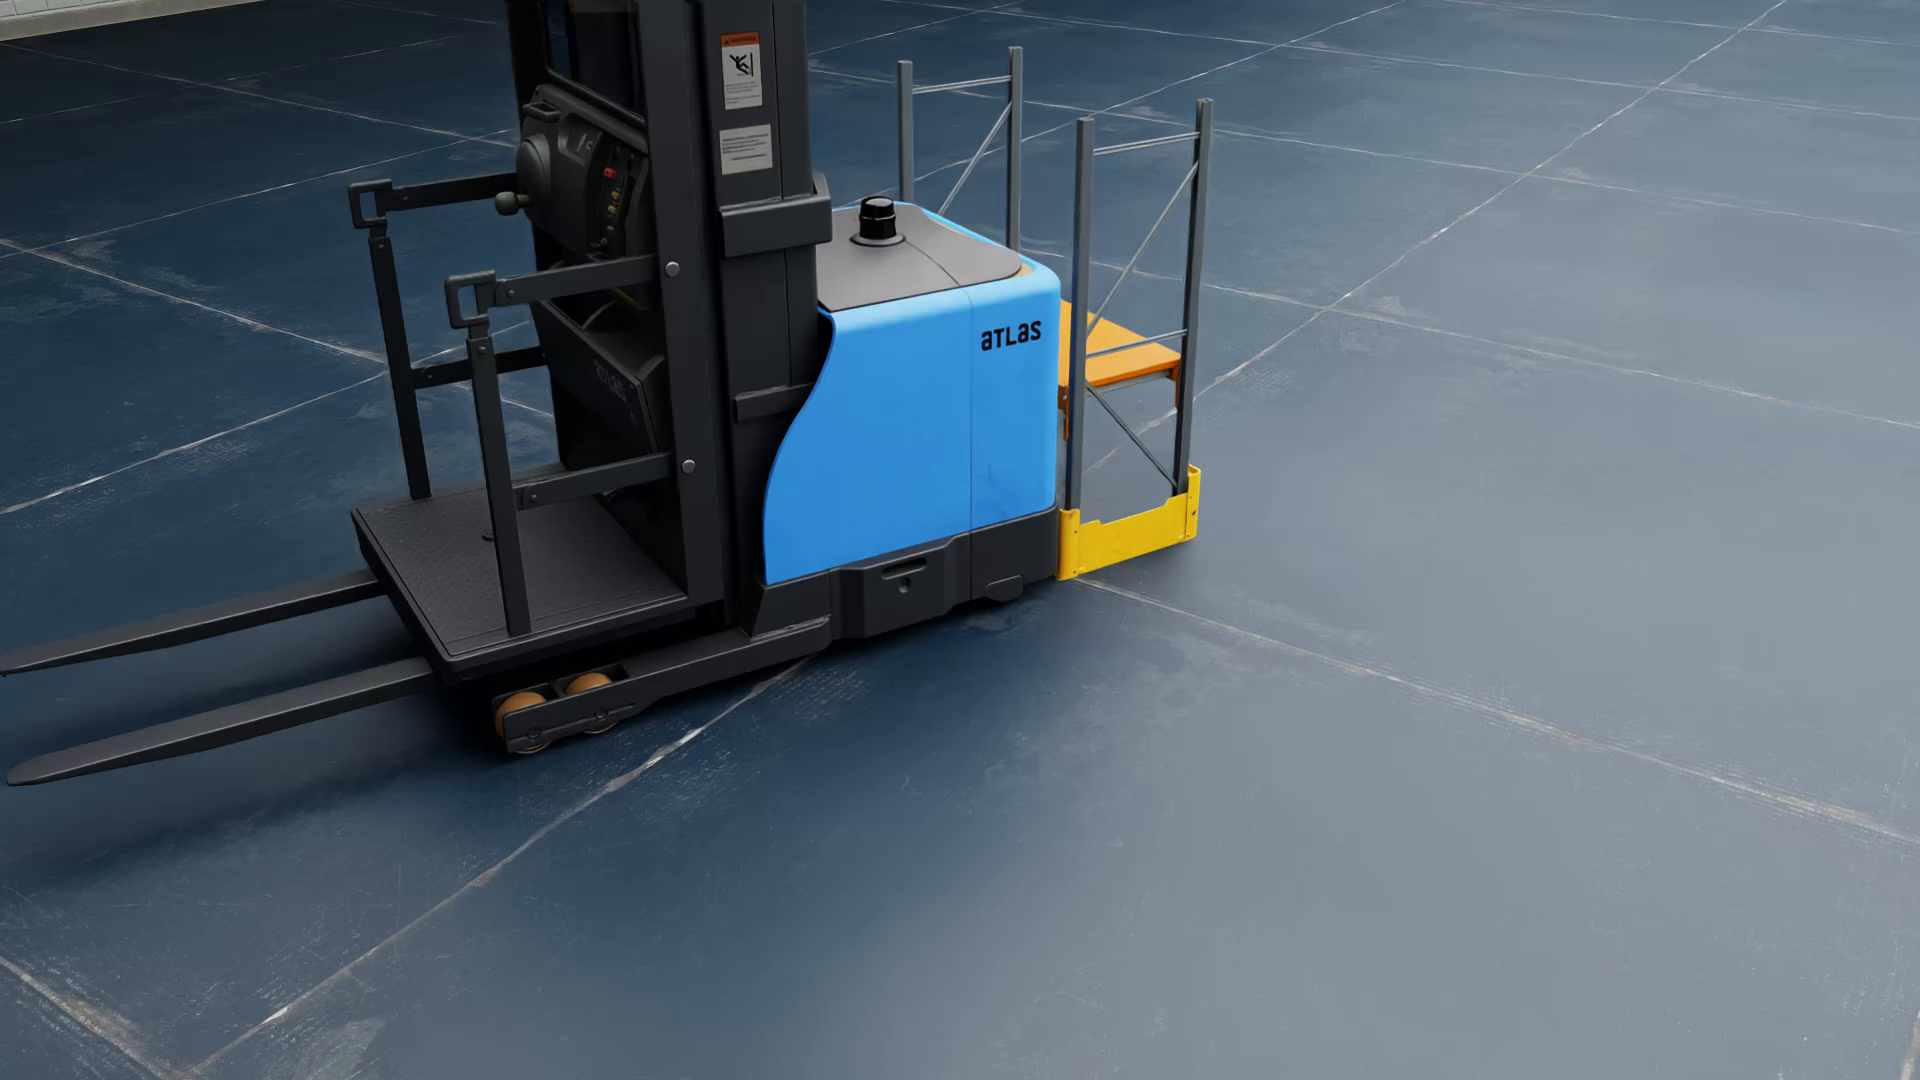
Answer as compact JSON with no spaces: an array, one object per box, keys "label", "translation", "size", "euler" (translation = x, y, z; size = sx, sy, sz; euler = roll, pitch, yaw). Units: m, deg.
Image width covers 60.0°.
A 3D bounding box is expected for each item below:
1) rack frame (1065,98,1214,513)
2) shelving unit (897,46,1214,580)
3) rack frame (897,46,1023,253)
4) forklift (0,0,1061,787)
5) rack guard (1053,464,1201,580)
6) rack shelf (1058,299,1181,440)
[{"label":"rack frame","translation":[0.560,-0.621,5.317],"size":[0.500,1.500,0.032],"euler":[-17,31,-29]},{"label":"shelving unit","translation":[0.287,-0.811,5.690],"size":[0.587,1.500,1.083],"euler":[-17,31,-29]},{"label":"rack frame","translation":[0.004,-1.007,6.076],"size":[0.500,1.500,0.032],"euler":[-17,31,-29]},{"label":"forklift","translation":[-1.211,-0.990,4.463],"size":[3.031,2.935,1.130],"euler":[-15,31,-27]},{"label":"rack guard","translation":[0.559,-0.065,5.602],"size":[0.587,0.250,0.087],"euler":[-17,31,-29]},{"label":"rack shelf","translation":[0.282,-0.654,5.778],"size":[0.538,0.185,1.000],"euler":[-17,31,-29]}]
